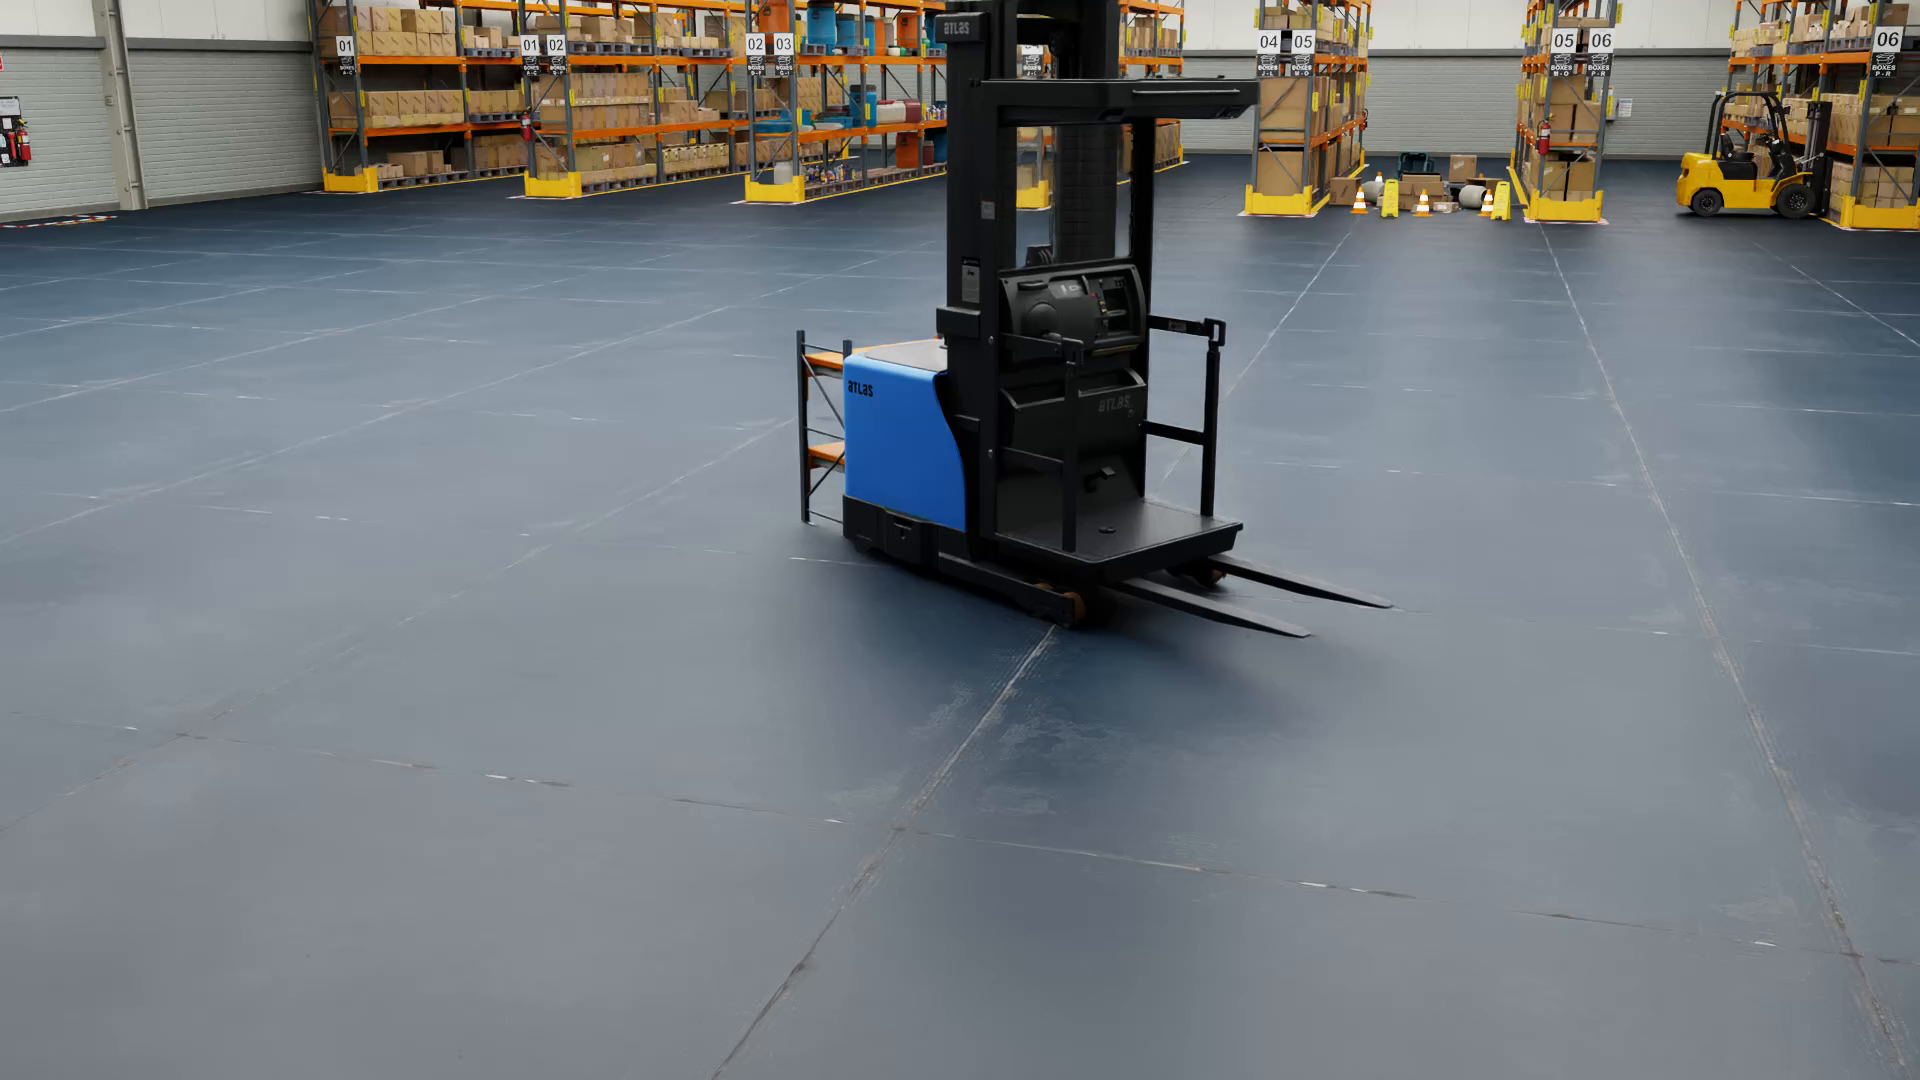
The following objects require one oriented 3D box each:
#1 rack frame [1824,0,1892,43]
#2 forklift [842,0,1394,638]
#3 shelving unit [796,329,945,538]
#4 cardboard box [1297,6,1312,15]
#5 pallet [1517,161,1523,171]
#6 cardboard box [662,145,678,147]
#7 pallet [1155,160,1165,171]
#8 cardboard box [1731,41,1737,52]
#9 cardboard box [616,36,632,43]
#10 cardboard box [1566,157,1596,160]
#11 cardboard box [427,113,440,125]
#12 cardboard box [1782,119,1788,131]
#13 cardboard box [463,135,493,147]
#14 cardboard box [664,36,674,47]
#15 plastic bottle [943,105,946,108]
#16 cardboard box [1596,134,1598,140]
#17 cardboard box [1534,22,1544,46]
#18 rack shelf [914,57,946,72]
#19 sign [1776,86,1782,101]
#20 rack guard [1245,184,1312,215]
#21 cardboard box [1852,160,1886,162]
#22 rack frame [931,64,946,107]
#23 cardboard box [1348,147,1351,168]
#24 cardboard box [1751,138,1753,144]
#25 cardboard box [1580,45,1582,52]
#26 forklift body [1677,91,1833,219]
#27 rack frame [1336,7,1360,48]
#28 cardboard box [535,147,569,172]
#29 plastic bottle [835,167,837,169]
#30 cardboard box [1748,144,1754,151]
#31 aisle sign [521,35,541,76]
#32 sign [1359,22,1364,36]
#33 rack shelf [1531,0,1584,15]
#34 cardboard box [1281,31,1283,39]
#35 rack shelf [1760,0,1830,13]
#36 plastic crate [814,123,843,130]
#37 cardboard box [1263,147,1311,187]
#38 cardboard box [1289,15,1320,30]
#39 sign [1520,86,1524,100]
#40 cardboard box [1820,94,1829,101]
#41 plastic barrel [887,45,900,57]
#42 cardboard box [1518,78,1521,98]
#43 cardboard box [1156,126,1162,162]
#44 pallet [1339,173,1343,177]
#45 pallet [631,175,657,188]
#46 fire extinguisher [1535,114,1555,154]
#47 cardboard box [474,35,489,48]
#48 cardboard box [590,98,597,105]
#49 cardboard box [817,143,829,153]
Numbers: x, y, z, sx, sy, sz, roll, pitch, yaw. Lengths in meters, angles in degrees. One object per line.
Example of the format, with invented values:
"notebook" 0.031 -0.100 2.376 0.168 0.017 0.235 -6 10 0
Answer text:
"rack frame" 16.474 -10.598 30.203 1.000 3.000 0.127 5 16 16
"forklift" 0.707 -1.154 8.027 1.130 2.935 3.031 -13 21 -39
"shelving unit" -0.362 -0.684 9.680 1.048 1.125 0.538 -13 20 -37
"cardboard box" 6.202 -9.425 29.612 0.380 0.149 0.250 5 17 16
"pallet" 14.971 -9.678 43.065 1.003 0.211 1.213 5 16 16
"cardboard box" -7.012 -9.309 39.893 0.500 0.311 0.500 4 16 15
"pallet" 4.777 -9.809 43.524 1.003 0.211 1.213 5 16 16
"cardboard box" 19.496 -12.271 41.326 0.500 0.250 0.500 4 16 15
"cardboard box" -7.365 -10.888 36.158 0.380 0.149 0.250 5 16 16
"cardboard box" 11.372 -6.753 30.536 0.500 0.500 0.500 5 17 17
"cardboard box" -12.157 -9.544 37.720 0.500 0.250 0.500 5 16 16
"cardboard box" 17.102 -8.458 33.926 0.500 0.250 0.500 4 16 15
"cardboard box" -11.720 -9.696 40.417 0.500 0.250 0.500 4 16 15
"cardboard box" -6.947 -11.511 38.423 0.500 0.250 0.500 3 16 10
"plastic bottle" -0.401 -11.015 42.756 0.144 0.351 0.185 5 16 16
"cardboard box" 11.083 -7.132 29.436 0.380 0.149 0.250 4 16 14
"cardboard box" 12.813 -10.947 35.973 0.797 0.503 0.637 4 16 12
"rack shelf" -0.832 -11.915 41.662 1.077 0.370 4.000 5 16 16
"sign" 17.087 -9.317 34.703 0.100 0.325 0.005 5 16 16
"rack guard" 5.795 -6.198 30.265 1.175 0.500 0.348 5 16 16
"cardboard box" 16.233 -6.663 29.762 0.500 0.250 0.500 5 17 16
"rack frame" -0.263 -11.341 43.818 1.000 3.000 0.127 5 16 16
"cardboard box" 9.243 -9.333 40.547 0.500 0.500 0.500 4 16 15
"cardboard box" 18.448 -9.182 38.281 0.380 0.149 0.250 4 16 15
"cardboard box" 11.126 -8.642 29.264 0.380 0.149 0.250 5 16 16
"forklift body" 14.127 -6.895 29.696 2.313 2.155 1.214 5 16 16
"rack frame" 9.212 -13.432 40.196 1.000 3.000 0.127 5 16 16
"cardboard box" -8.554 -7.990 34.898 0.500 0.500 0.500 5 16 16
"plastic bottle" -2.647 -7.914 35.918 0.152 0.276 0.135 5 16 16
"cardboard box" 18.390 -9.043 38.338 0.380 0.149 0.250 5 17 19
"aisle sign" -8.722 -9.843 33.772 0.394 0.787 0.004 5 16 16
"sign" 9.745 -12.385 40.332 0.100 0.325 0.005 5 16 16
"rack shelf" 13.419 -12.013 37.244 1.077 0.370 4.000 5 16 16
"cardboard box" 5.644 -9.158 30.131 0.380 0.149 0.250 5 17 16
"rack shelf" 18.179 -11.629 35.890 1.077 0.370 4.000 5 16 16
"plastic crate" -2.755 -8.677 34.908 0.530 0.136 0.437 5 16 16
"cardboard box" 6.179 -7.000 31.634 0.875 0.875 0.875 4 16 15
"cardboard box" 6.185 -9.277 29.820 0.500 0.250 0.500 5 16 16
"sign" 13.454 -10.686 39.776 0.100 0.325 0.005 5 16 16
"cardboard box" 16.099 -8.155 30.666 0.380 0.149 0.250 5 17 17
"plastic barrel" -1.538 -11.321 38.501 0.301 0.262 0.301 0 16 0
"cardboard box" 14.714 -11.661 42.929 0.500 0.500 0.500 4 16 15
"cardboard box" 4.750 -10.304 43.283 0.875 0.875 0.875 5 16 16
"pallet" 8.299 -8.363 38.426 1.003 0.211 1.213 5 16 16
"pallet" -7.551 -8.087 37.455 1.003 0.211 1.213 5 16 16
"fire extinguisher" 10.102 -7.018 28.717 0.296 0.674 0.183 5 16 16
"cardboard box" -11.628 -11.917 39.743 0.500 0.311 0.500 5 17 18
"cardboard box" -7.885 -9.233 35.014 0.380 0.149 0.250 4 16 15
"cardboard box" -4.092 -11.254 47.743 0.500 0.250 0.500 5 16 16
